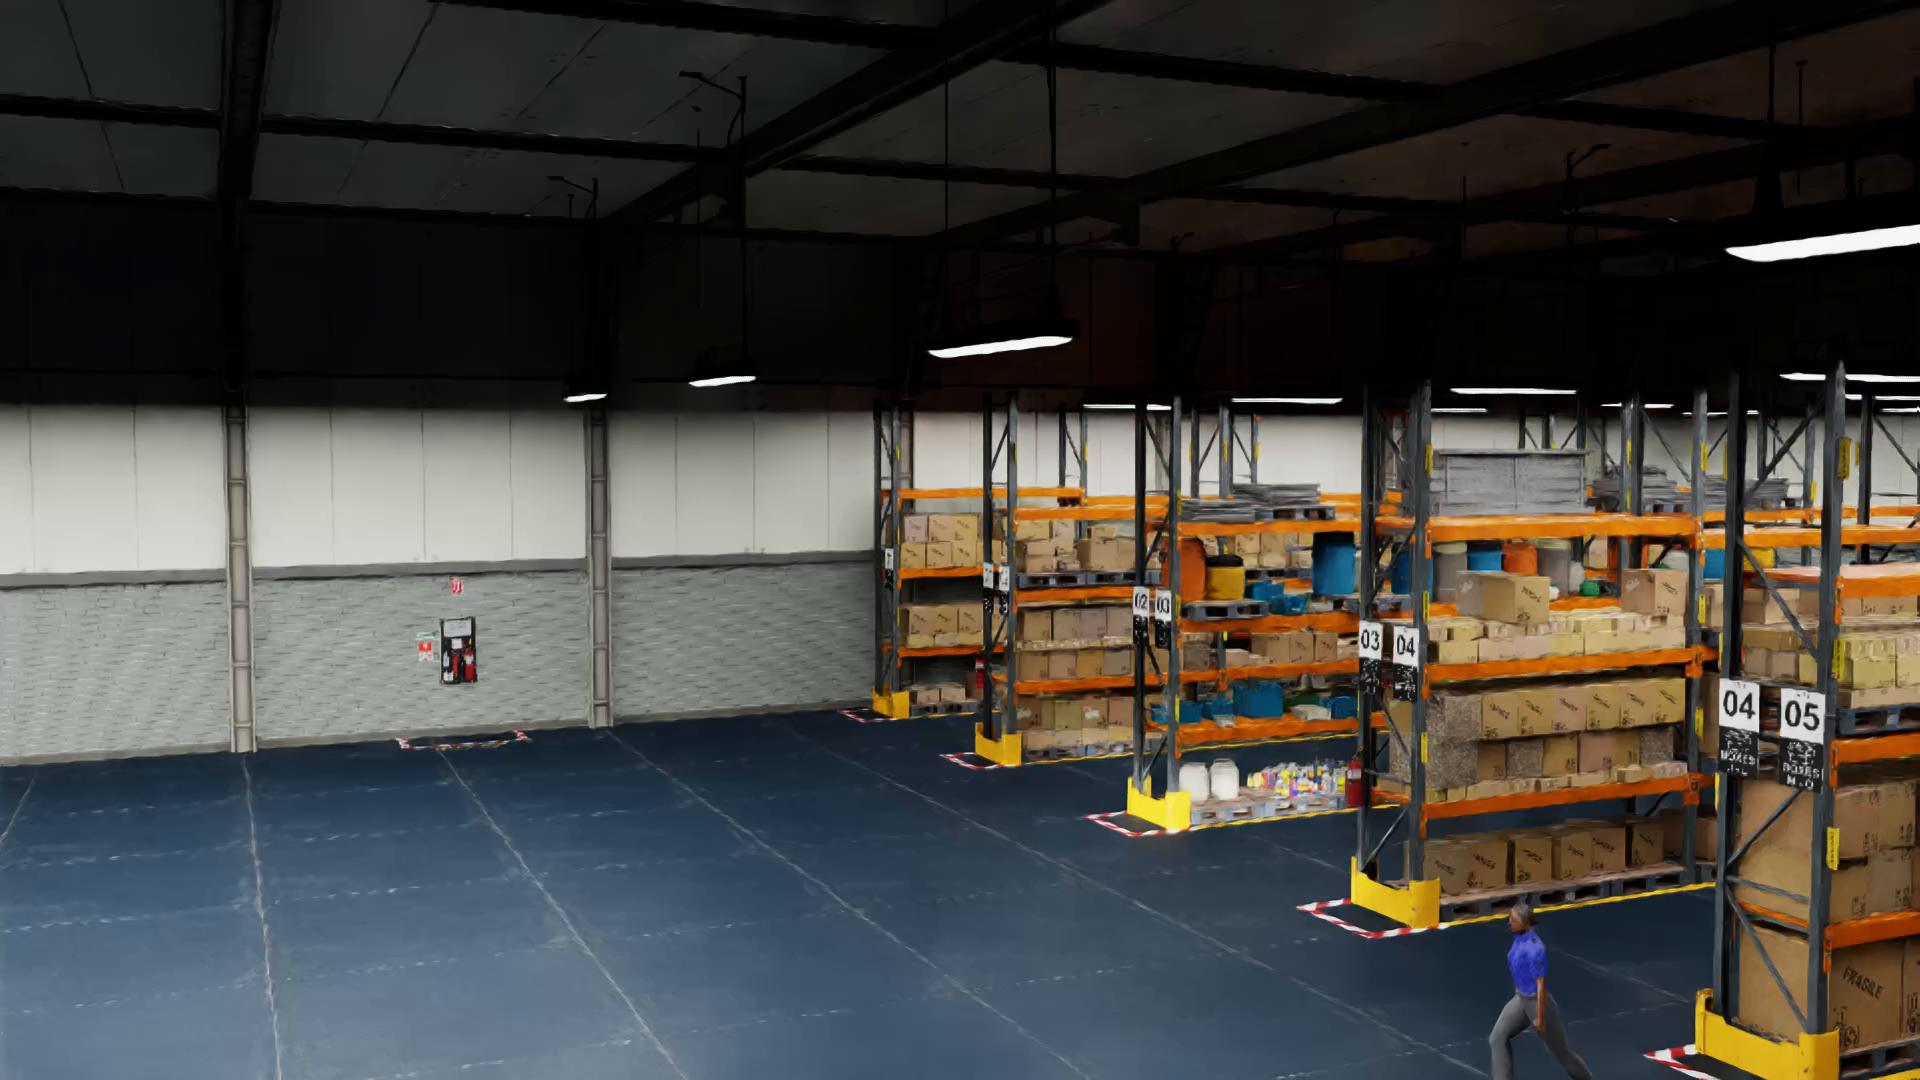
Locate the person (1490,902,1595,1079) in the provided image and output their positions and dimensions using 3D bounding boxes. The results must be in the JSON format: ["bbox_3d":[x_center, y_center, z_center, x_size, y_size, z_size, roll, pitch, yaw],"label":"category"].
[{"bbox_3d":[4.506,3.620,12.921,0.937,1.570,0.505,0,3,-4],"label":"person"}]

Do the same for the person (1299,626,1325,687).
[{"bbox_3d":[6.718,2.470,31.676,0.542,1.715,0.682,-2,4,-26],"label":"person"}]
